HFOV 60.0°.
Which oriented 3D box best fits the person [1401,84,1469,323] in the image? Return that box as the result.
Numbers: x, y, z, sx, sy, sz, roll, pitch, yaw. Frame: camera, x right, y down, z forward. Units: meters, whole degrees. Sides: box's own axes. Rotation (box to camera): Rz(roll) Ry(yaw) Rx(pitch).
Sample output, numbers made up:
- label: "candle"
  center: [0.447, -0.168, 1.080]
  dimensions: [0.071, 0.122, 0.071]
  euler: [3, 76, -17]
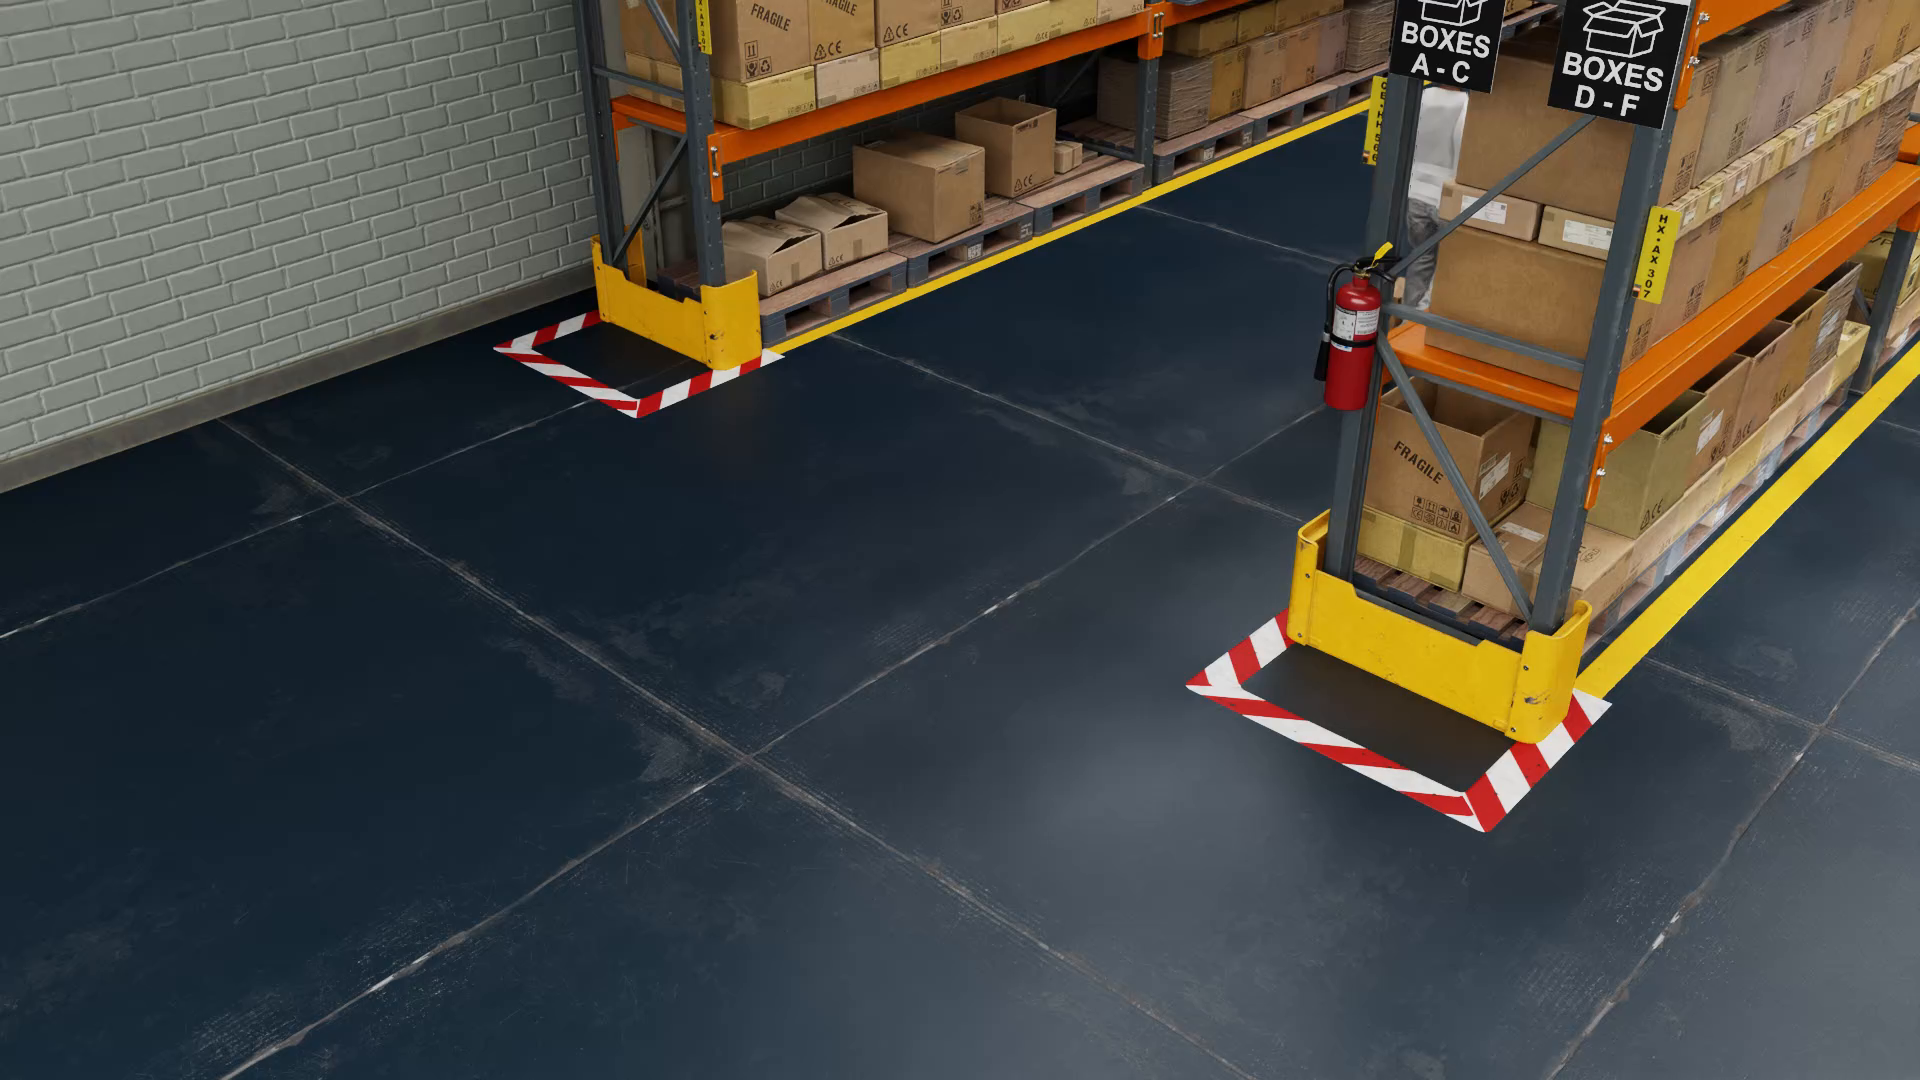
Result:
- label: "person"
  center: [2.658, -1.901, 9.234]
  dimensions: [0.556, 1.776, 0.622]
  euler: [24, 39, 35]
